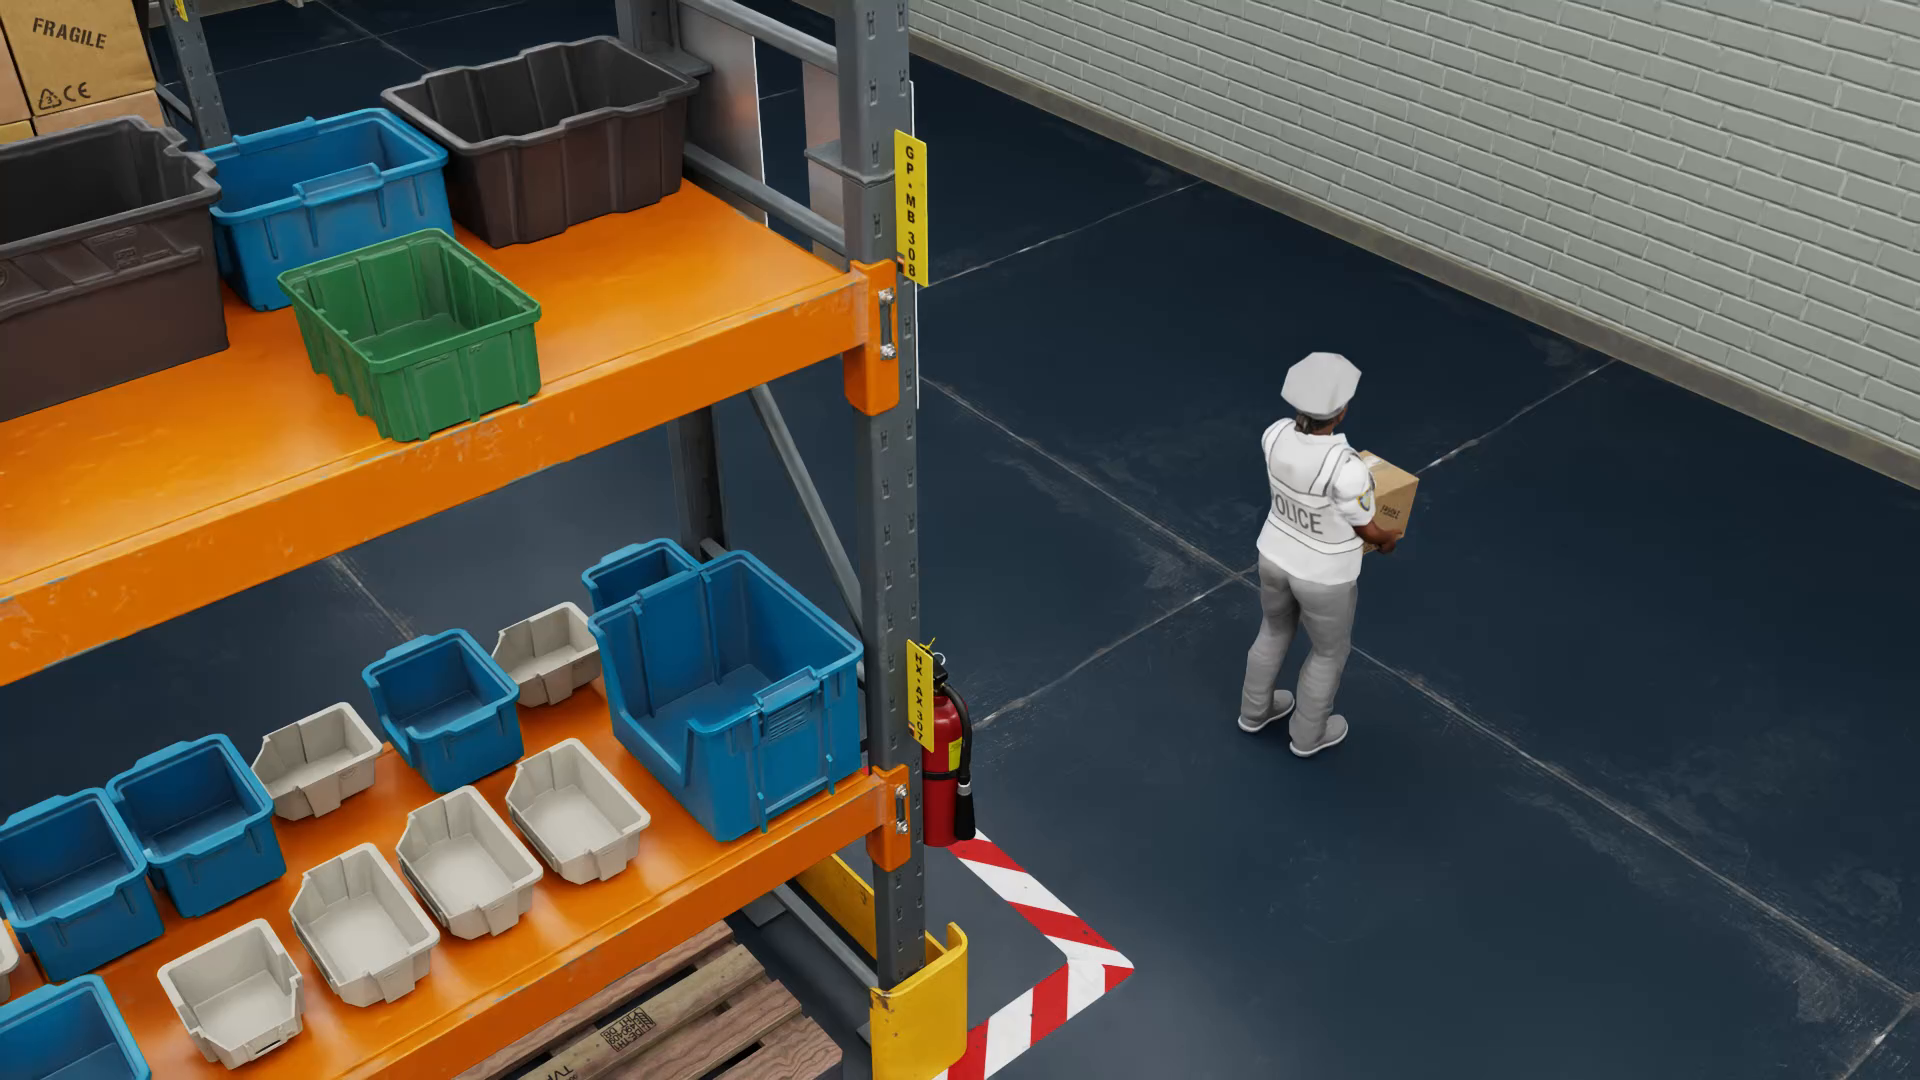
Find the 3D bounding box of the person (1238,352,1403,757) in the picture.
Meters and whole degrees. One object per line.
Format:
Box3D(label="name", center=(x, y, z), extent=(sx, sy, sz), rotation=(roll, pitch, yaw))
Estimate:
Box3D(label="person", center=(1.327, 0.056, 6.052), extent=(0.527, 1.689, 0.451), rotation=(-26, 43, -31))
